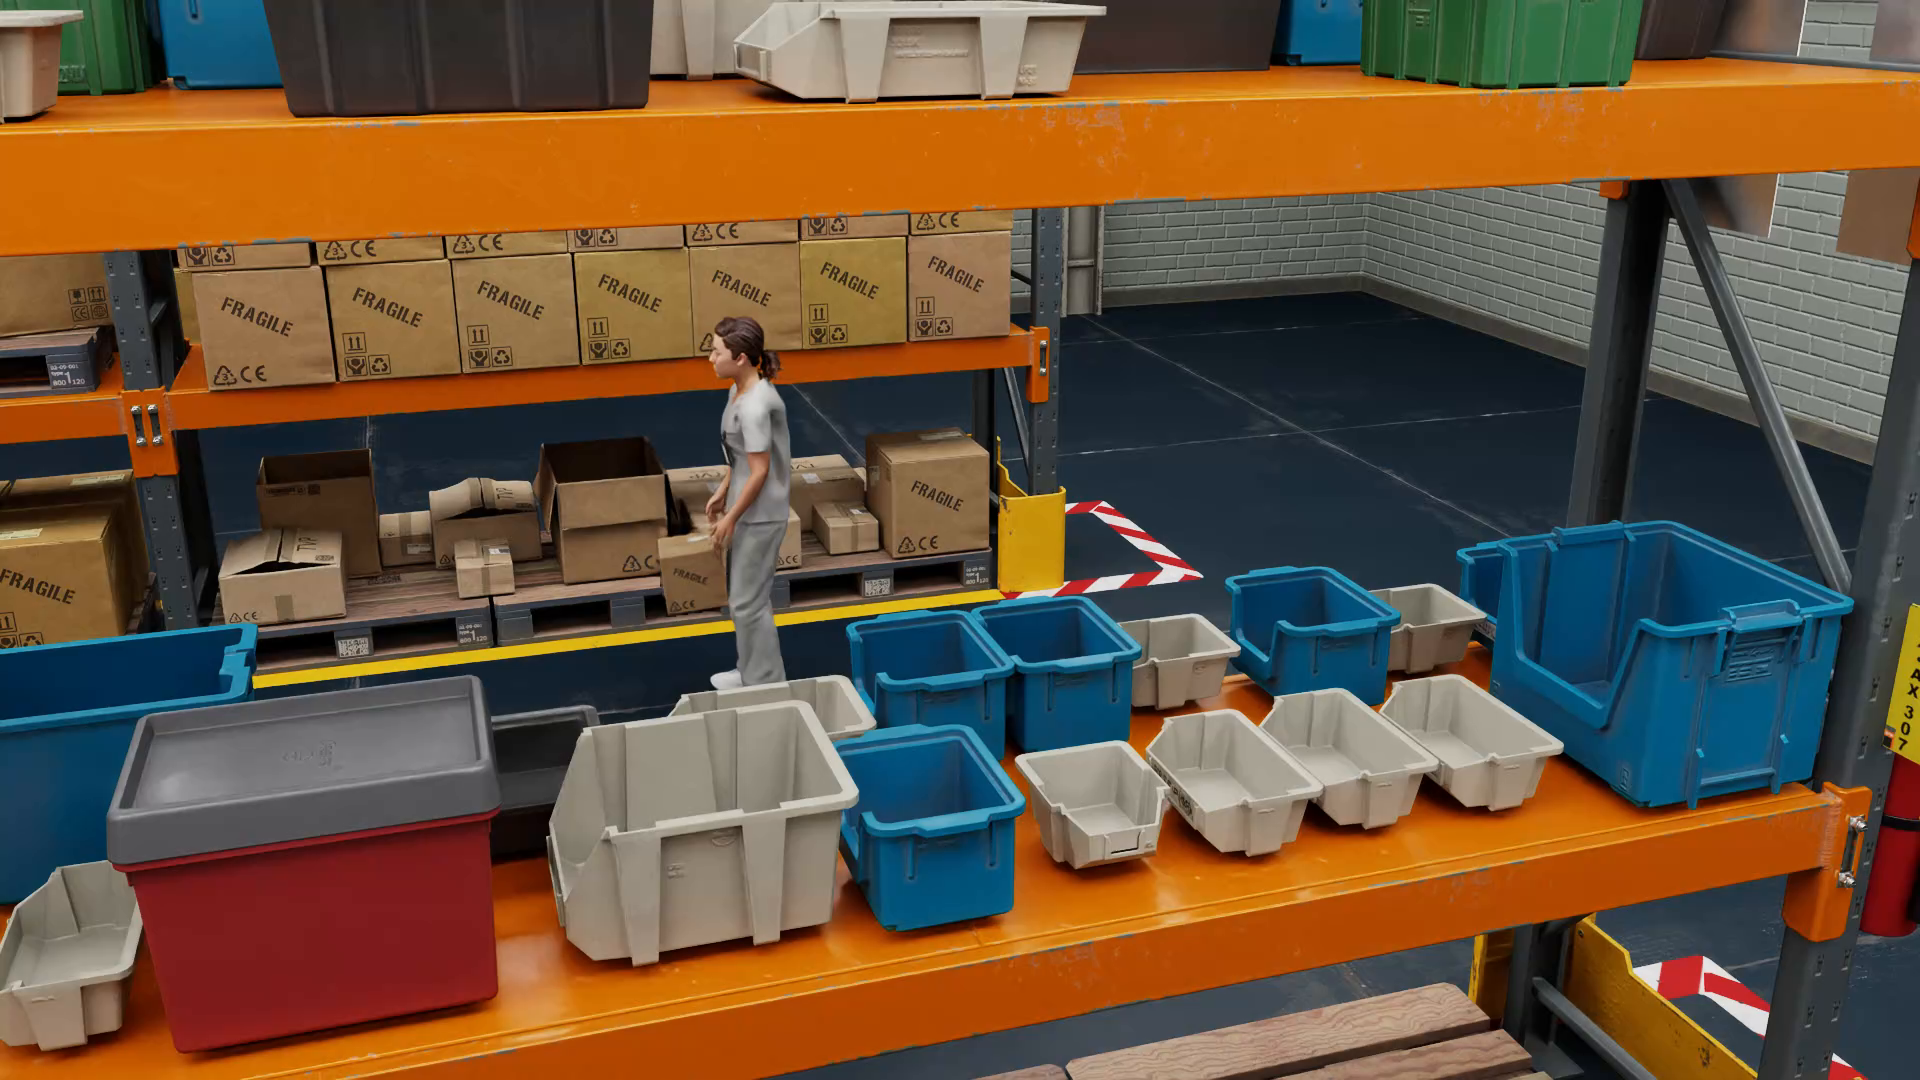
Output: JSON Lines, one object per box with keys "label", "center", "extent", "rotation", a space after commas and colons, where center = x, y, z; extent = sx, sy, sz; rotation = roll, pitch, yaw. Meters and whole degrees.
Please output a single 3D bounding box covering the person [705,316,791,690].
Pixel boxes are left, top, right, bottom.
{"label": "person", "center": [-0.871, 0.020, 6.875], "extent": [0.362, 1.433, 0.471], "rotation": [-4, 20, -11]}
